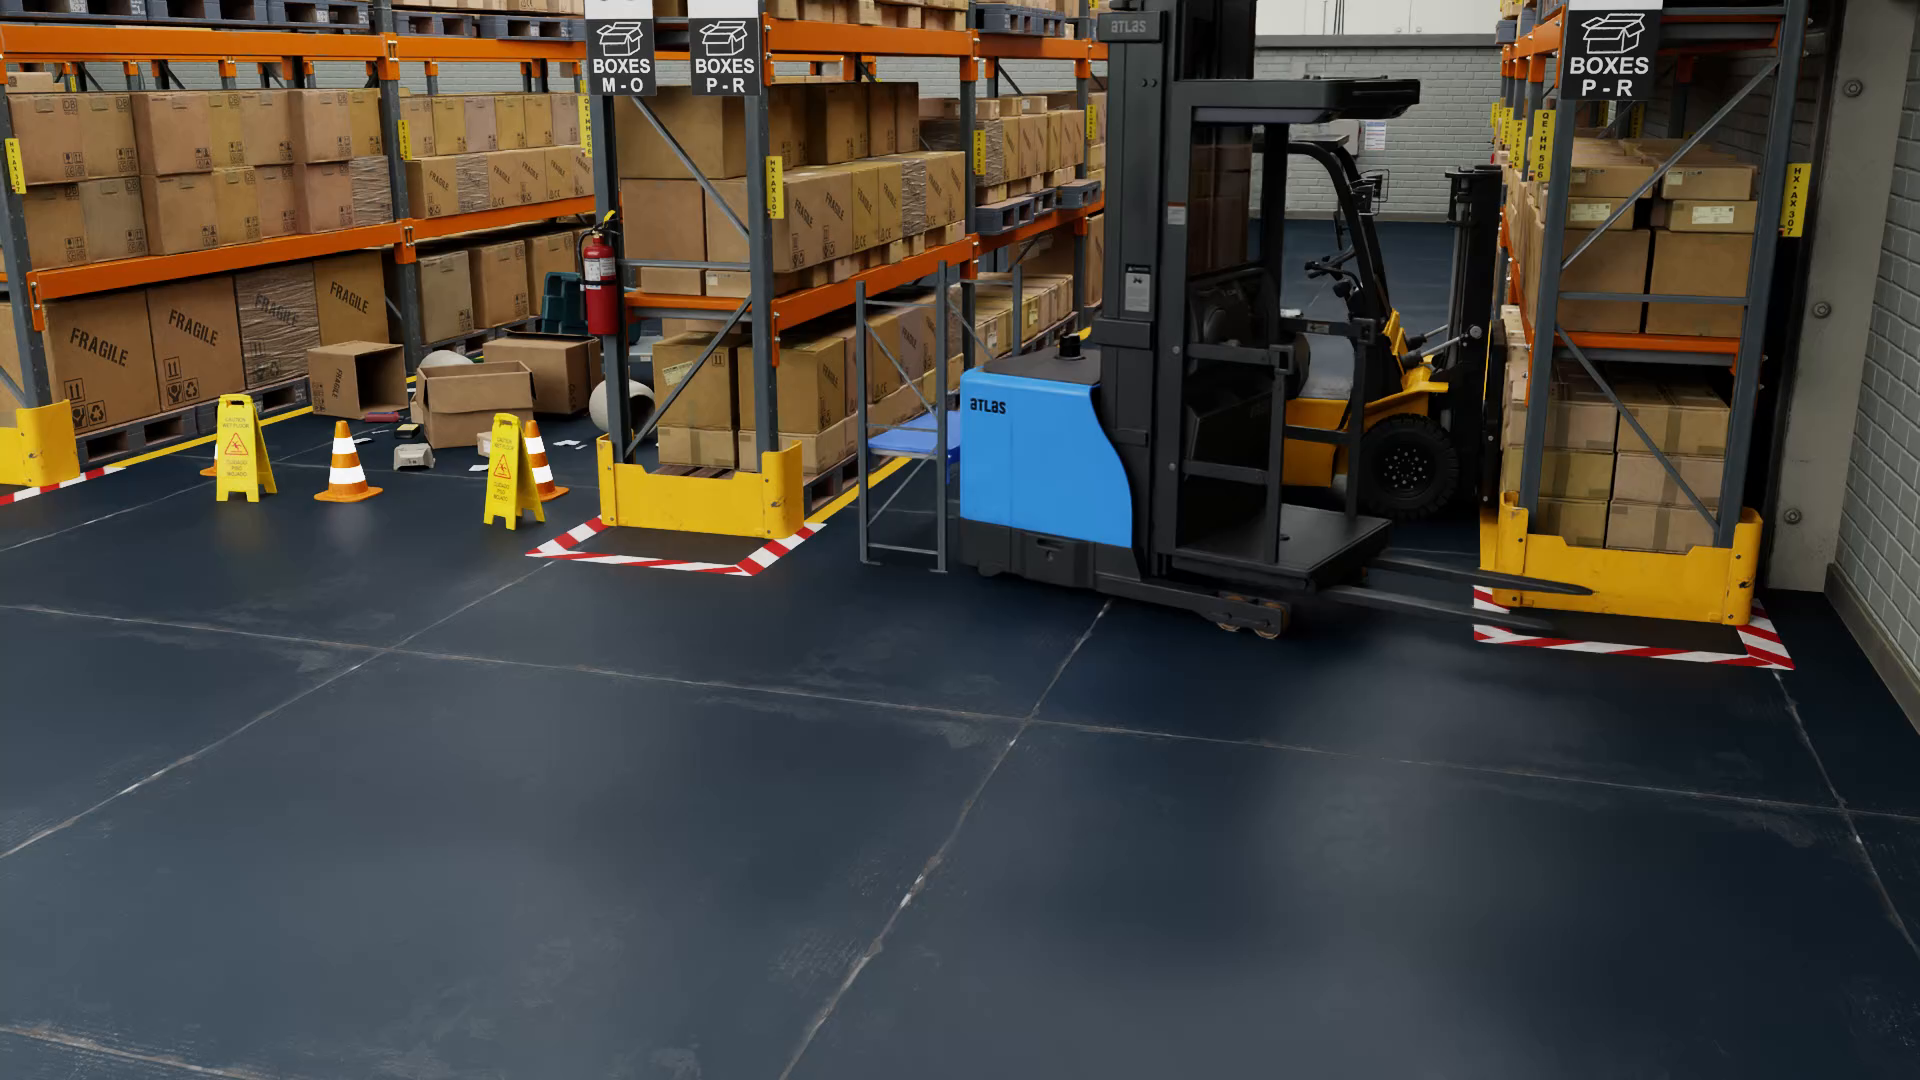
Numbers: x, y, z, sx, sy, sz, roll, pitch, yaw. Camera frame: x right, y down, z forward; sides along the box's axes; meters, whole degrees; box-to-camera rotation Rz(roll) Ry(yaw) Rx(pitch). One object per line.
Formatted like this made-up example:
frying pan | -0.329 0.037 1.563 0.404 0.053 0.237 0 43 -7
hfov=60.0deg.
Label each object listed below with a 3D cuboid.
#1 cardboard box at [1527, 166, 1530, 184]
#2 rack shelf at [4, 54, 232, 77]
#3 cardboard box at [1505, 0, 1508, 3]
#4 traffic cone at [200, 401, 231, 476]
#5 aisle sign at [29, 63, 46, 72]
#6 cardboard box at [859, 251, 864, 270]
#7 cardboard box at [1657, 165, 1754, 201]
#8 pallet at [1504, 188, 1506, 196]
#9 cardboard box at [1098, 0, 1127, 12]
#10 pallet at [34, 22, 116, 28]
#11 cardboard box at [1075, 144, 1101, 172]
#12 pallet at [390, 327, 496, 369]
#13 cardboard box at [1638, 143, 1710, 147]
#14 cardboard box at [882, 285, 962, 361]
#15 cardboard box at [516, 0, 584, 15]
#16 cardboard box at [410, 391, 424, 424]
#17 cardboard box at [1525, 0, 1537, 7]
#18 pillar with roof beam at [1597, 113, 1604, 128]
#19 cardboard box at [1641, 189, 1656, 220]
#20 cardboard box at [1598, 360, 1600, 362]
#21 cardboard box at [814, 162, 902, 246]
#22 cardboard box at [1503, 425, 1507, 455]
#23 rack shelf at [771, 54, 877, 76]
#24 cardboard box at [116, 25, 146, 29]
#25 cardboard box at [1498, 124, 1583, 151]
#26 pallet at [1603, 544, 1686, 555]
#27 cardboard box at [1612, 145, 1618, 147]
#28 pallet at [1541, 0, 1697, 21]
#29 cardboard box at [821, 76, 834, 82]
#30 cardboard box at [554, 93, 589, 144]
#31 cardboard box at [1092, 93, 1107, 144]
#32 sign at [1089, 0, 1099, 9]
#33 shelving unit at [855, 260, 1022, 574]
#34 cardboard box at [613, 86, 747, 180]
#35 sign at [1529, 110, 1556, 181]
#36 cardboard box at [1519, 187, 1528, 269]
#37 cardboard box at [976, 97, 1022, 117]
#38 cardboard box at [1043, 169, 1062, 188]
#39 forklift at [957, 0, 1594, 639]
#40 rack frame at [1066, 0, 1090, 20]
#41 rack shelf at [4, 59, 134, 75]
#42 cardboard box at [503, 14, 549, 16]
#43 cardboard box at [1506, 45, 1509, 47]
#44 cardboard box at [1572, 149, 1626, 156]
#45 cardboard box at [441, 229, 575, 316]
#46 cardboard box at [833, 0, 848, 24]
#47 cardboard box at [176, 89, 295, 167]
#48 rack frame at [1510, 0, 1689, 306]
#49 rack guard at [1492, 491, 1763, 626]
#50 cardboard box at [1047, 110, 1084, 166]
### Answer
cardboard box | 3.778 -2.275 10.483 0.380 0.149 0.250 5 17 17
rack shelf | -9.311 -4.948 17.098 1.077 0.370 4.000 5 16 16
cardboard box | 6.030 -5.801 17.751 0.380 0.149 0.250 4 16 15
traffic cone | -4.777 -0.678 10.873 0.336 0.463 0.334 5 16 16
aisle sign | -16.228 -8.528 29.133 0.394 0.787 0.004 5 16 16
cardboard box | -0.834 -1.802 10.645 0.380 0.149 0.250 5 17 18
cardboard box | 3.545 -1.703 7.921 0.380 0.149 0.250 4 16 15
pallet | 6.067 -3.639 17.012 1.003 0.211 1.213 5 16 16
cardboard box | 1.846 -6.008 18.909 0.500 0.311 0.500 5 16 16
pallet | -9.310 -5.105 16.679 1.213 0.211 1.003 5 16 16
cardboard box | 1.139 -3.887 16.897 0.500 0.250 0.500 5 16 15
pallet | -5.006 -1.783 15.228 1.003 0.211 1.213 5 16 16
cardboard box | 4.396 -2.369 10.266 0.380 0.149 0.250 4 16 15
cardboard box | -0.289 -1.624 12.452 0.500 0.500 0.500 4 16 15
cardboard box | -4.026 -5.317 16.291 0.500 0.311 0.500 5 16 16
cardboard box | -3.876 -1.009 12.399 0.396 0.266 0.258 8 18 25
cardboard box | 5.079 -4.792 14.096 0.500 0.500 0.500 5 17 16
pillar with roof beam | 5.295 -9.170 25.169 9.100 9.000 0.400 5 16 16
cardboard box | 3.678 -1.693 8.429 0.380 0.149 0.250 4 16 15
cardboard box | 4.006 -0.995 9.776 0.500 0.250 0.500 4 16 15
cardboard box | -0.690 -2.209 10.893 0.500 0.500 0.500 4 16 15
cardboard box | 3.237 -0.530 9.056 0.500 0.250 0.500 4 16 15
rack shelf | -2.311 -6.630 23.028 1.077 0.370 4.000 5 16 16
cardboard box | -8.916 -5.340 17.436 0.500 0.250 0.500 5 17 17
cardboard box | 5.805 -3.915 16.676 0.797 0.503 0.637 4 16 15
pallet | 3.422 0.009 8.909 1.003 0.211 1.213 5 16 16
cardboard box | 5.202 -3.078 13.312 0.380 0.149 0.250 5 17 17
pallet | 4.164 -3.351 10.310 1.003 0.211 1.213 5 16 16
cardboard box | -2.065 -6.181 23.065 0.500 0.500 0.500 4 16 14
cardboard box | -4.153 -4.376 17.243 0.700 0.500 0.500 5 16 16
cardboard box | 1.265 -4.375 17.243 0.500 0.500 0.500 5 16 16
sign | 1.278 -5.255 15.915 0.100 0.325 0.005 5 16 16
shelving unit | -0.094 -0.703 9.059 0.538 1.500 1.048 7 17 23
cardboard box | -1.579 -2.336 9.506 0.700 0.500 0.500 4 16 15
sign | 2.729 -1.845 7.783 0.100 0.325 0.005 5 16 16
cardboard box | 3.873 -1.990 10.665 0.500 0.500 0.500 5 17 17
cardboard box | 0.304 -3.652 14.022 0.380 0.149 0.250 6 17 19
cardboard box | 0.711 -3.299 15.155 0.380 0.149 0.250 5 17 17
forklift | 1.490 -1.116 7.894 3.031 2.935 1.130 10 19 33
rack frame | 0.758 -6.492 15.726 1.000 3.000 0.127 5 16 16
rack shelf | -12.923 -6.379 22.142 1.077 0.370 4.000 5 16 16
cardboard box | -4.433 -5.441 16.729 0.500 0.311 0.500 5 16 16
cardboard box | 6.884 -6.113 20.346 0.380 0.149 0.250 5 17 17
cardboard box | 3.575 -2.144 9.474 0.380 0.149 0.250 5 17 17
cardboard box | -4.521 -2.702 16.710 1.050 0.750 0.750 5 17 17
cardboard box | -0.894 -3.175 9.990 0.380 0.149 0.250 4 16 14
cardboard box | -5.621 -3.131 12.617 0.875 0.550 0.550 5 16 16
rack frame | 4.382 -2.175 11.501 1.000 3.000 0.127 5 16 16
rack guard | 3.238 0.080 8.131 1.175 0.500 0.348 5 16 16
cardboard box | 0.896 -3.858 15.938 0.500 0.500 0.500 4 16 14
